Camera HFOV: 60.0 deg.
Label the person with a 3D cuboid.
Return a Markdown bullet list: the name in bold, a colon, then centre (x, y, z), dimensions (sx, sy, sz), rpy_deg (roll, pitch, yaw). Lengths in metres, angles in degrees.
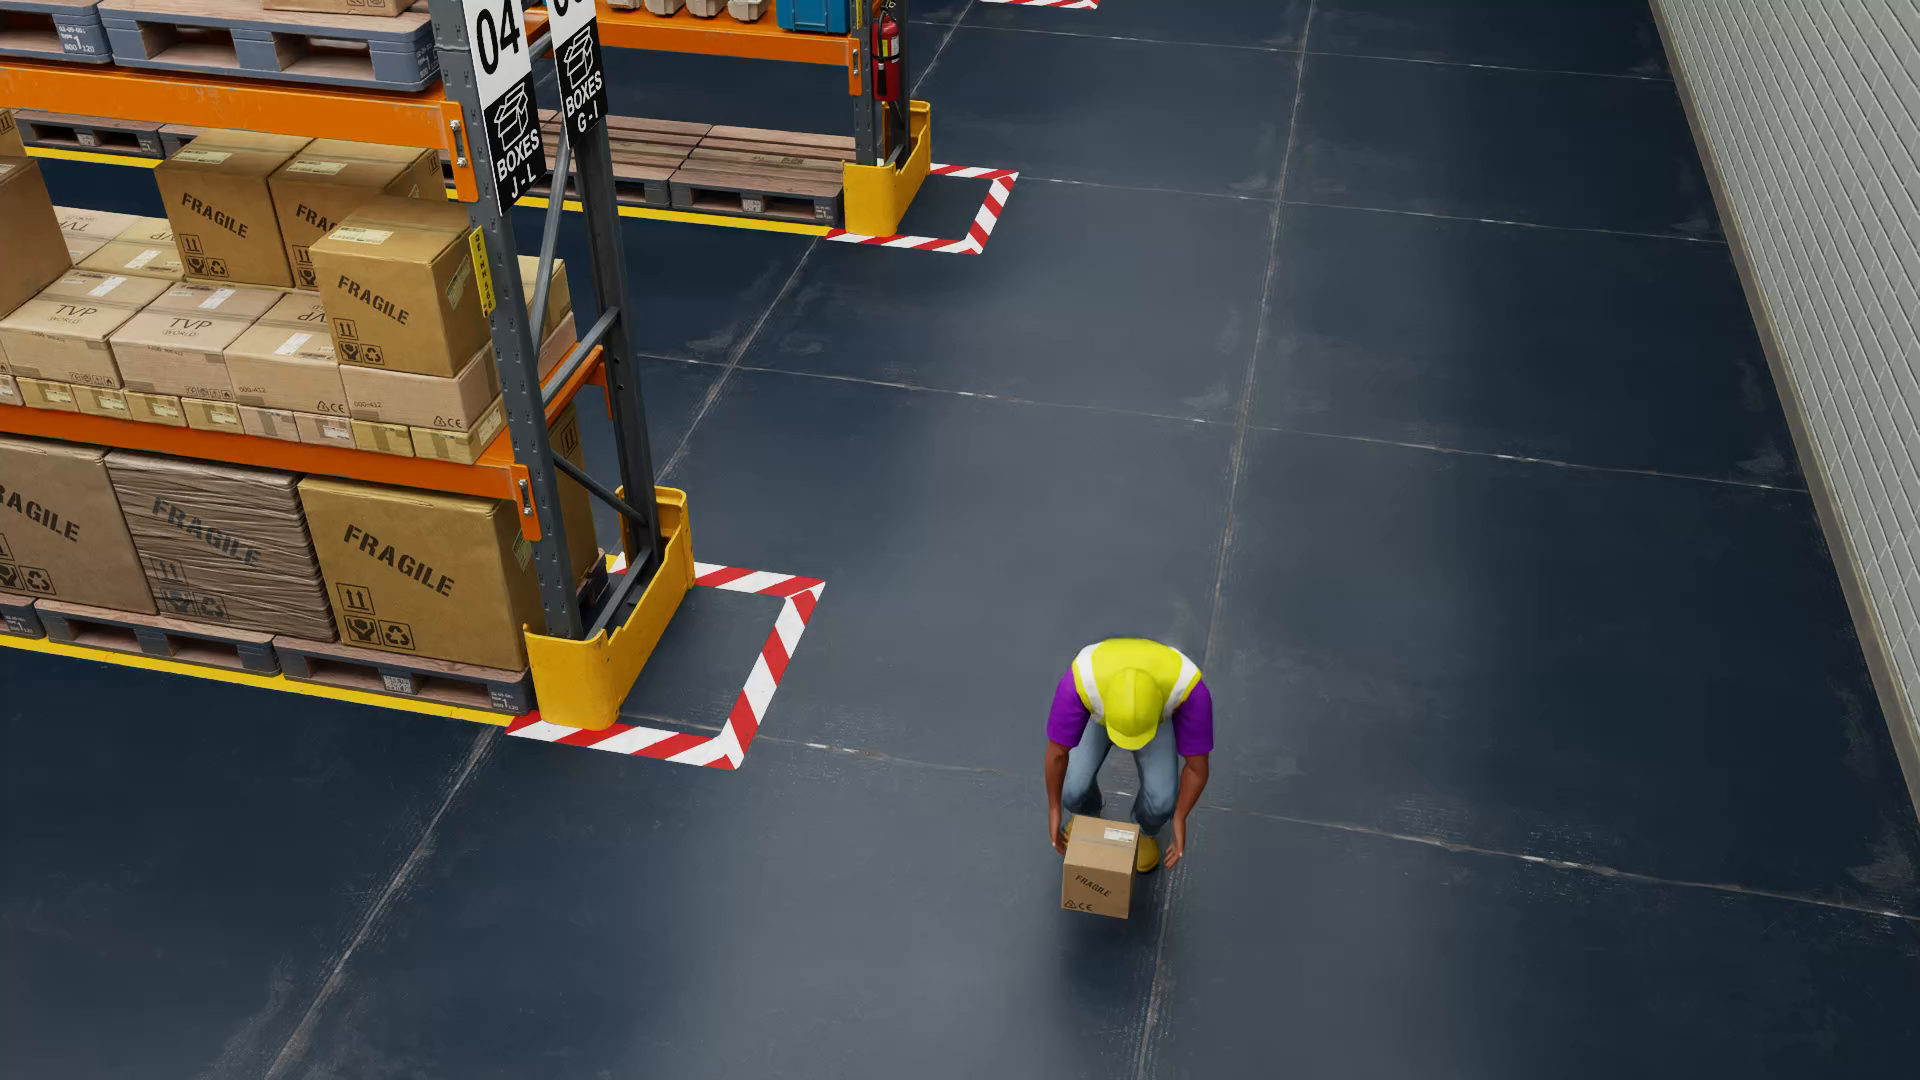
- **person**: centre (0.657, 0.777, 6.364), dimensions (0.620, 1.207, 0.839), rpy_deg (7, 37, 10)
